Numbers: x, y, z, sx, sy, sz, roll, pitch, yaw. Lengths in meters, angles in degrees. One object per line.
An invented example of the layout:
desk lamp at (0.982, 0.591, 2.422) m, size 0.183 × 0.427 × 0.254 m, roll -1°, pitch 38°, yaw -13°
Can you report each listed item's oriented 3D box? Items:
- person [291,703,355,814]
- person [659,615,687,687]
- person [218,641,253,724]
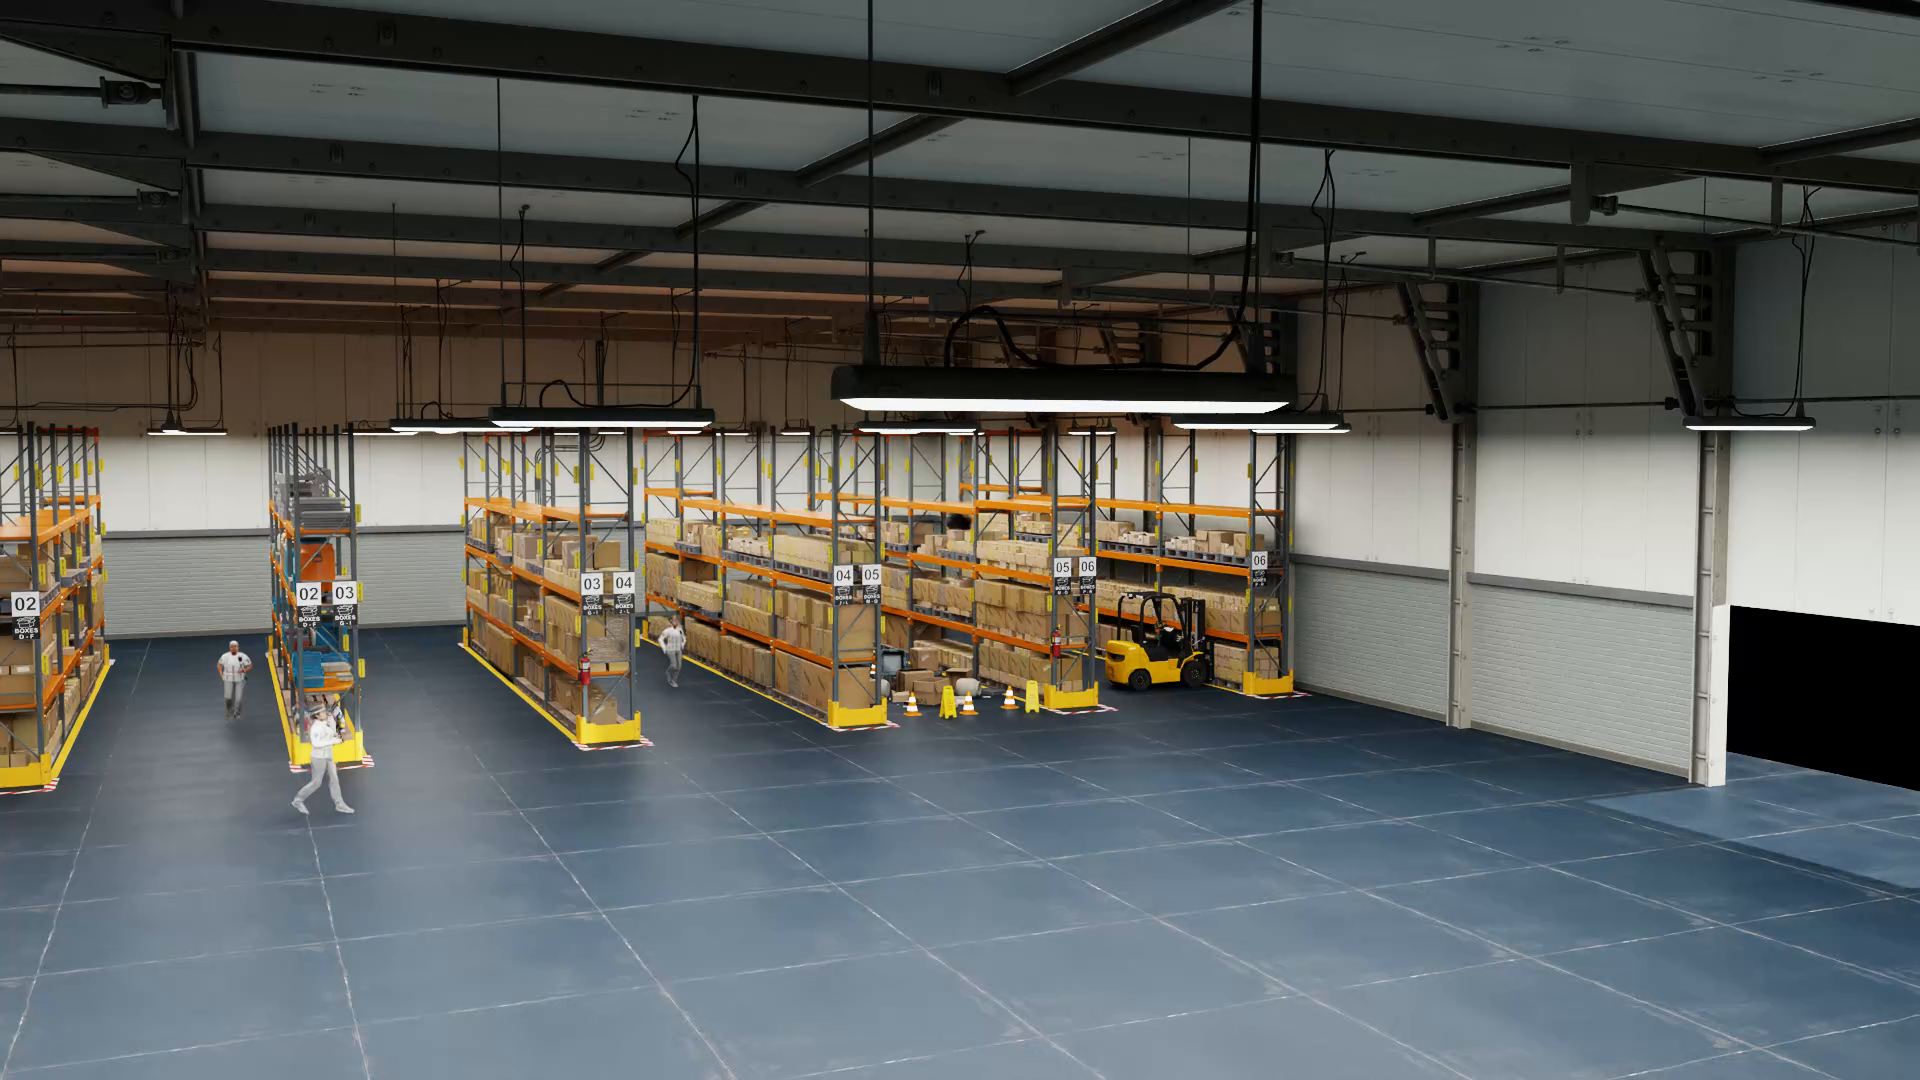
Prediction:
person at (-9.635, 3.301, 25.120) m, size 0.910 × 1.688 × 0.610 m, roll 0°, pitch 3°, yaw -1°
person at (-6.559, 2.562, 38.264) m, size 0.615 × 1.653 × 0.541 m, roll -2°, pitch 4°, yaw -33°
person at (-14.579, 2.855, 33.447) m, size 0.663 × 1.664 × 0.593 m, roll -1°, pitch 4°, yaw -19°
